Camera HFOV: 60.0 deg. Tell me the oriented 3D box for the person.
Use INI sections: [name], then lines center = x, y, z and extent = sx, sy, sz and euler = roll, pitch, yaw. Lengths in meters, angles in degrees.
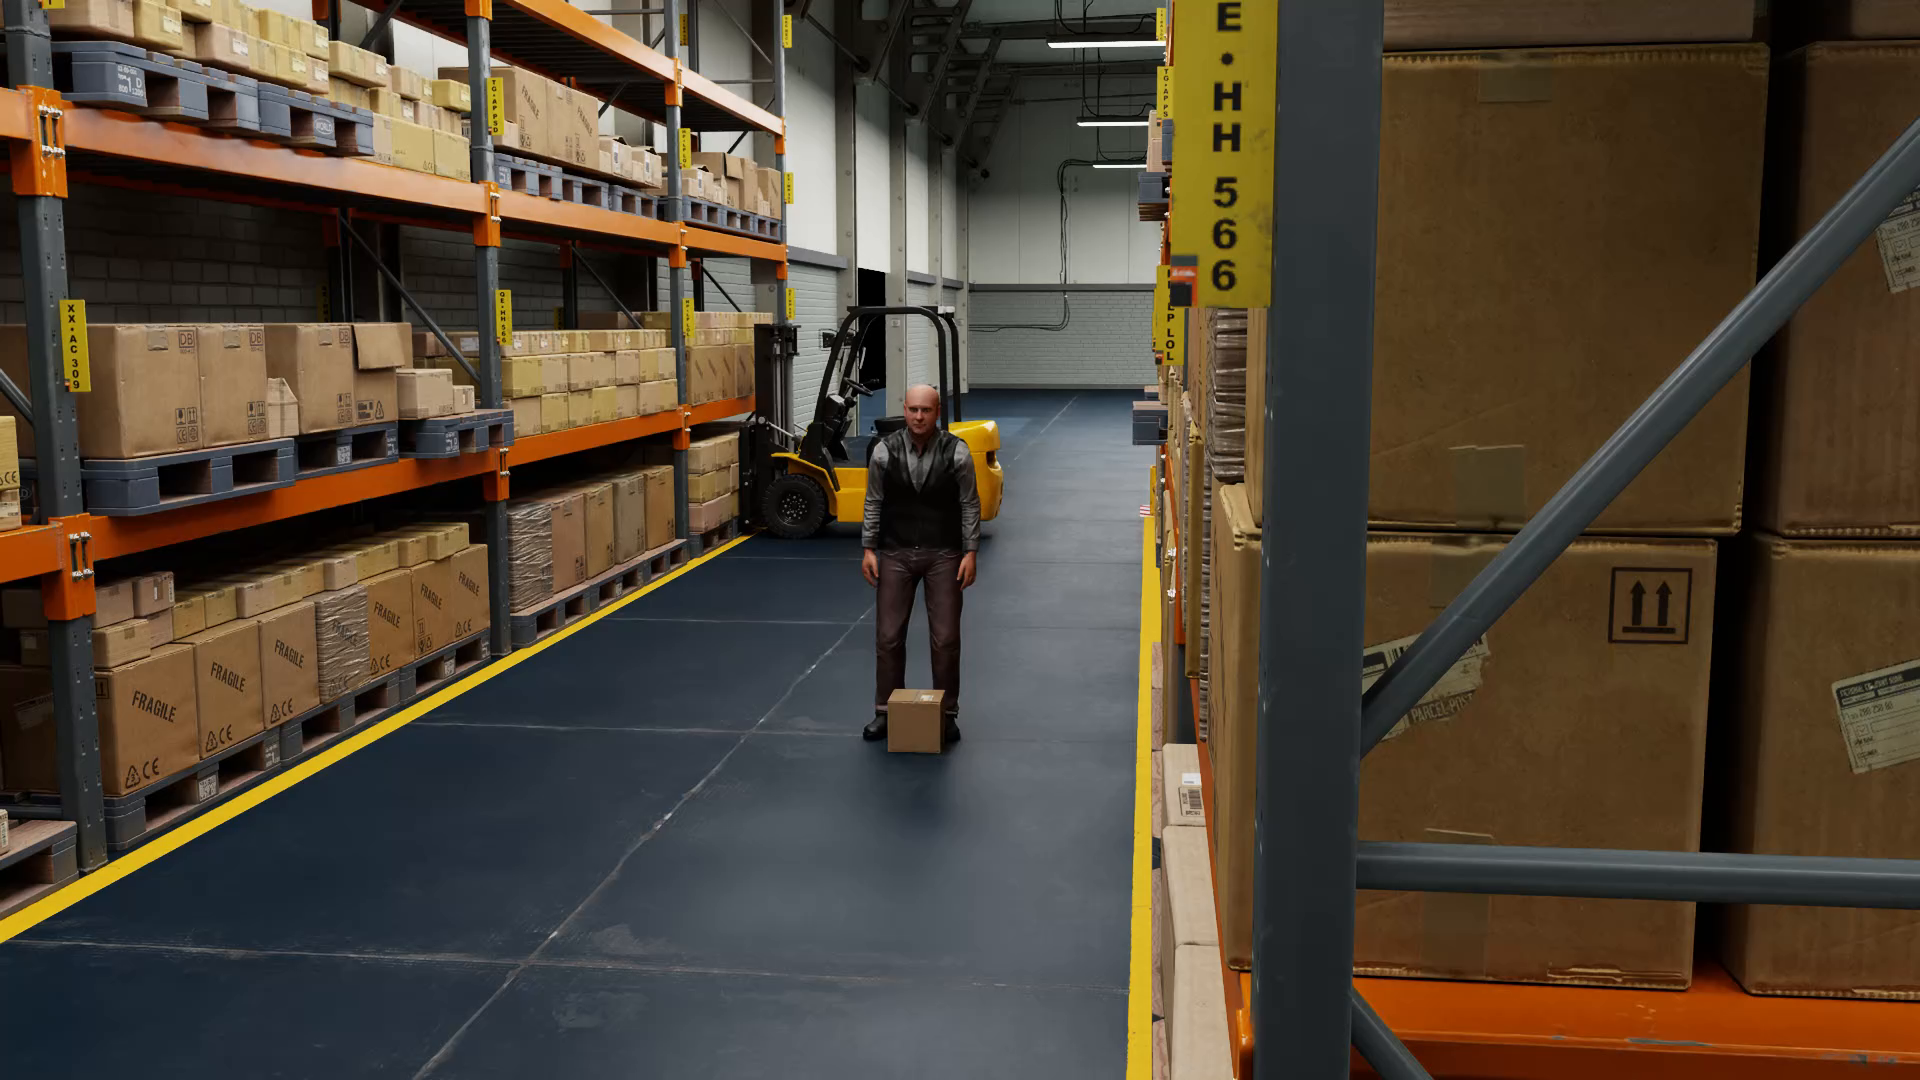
[person]
center = -0.189, 0.099, 8.133
extent = 0.581, 1.721, 0.420
euler = 1, 8, 7
